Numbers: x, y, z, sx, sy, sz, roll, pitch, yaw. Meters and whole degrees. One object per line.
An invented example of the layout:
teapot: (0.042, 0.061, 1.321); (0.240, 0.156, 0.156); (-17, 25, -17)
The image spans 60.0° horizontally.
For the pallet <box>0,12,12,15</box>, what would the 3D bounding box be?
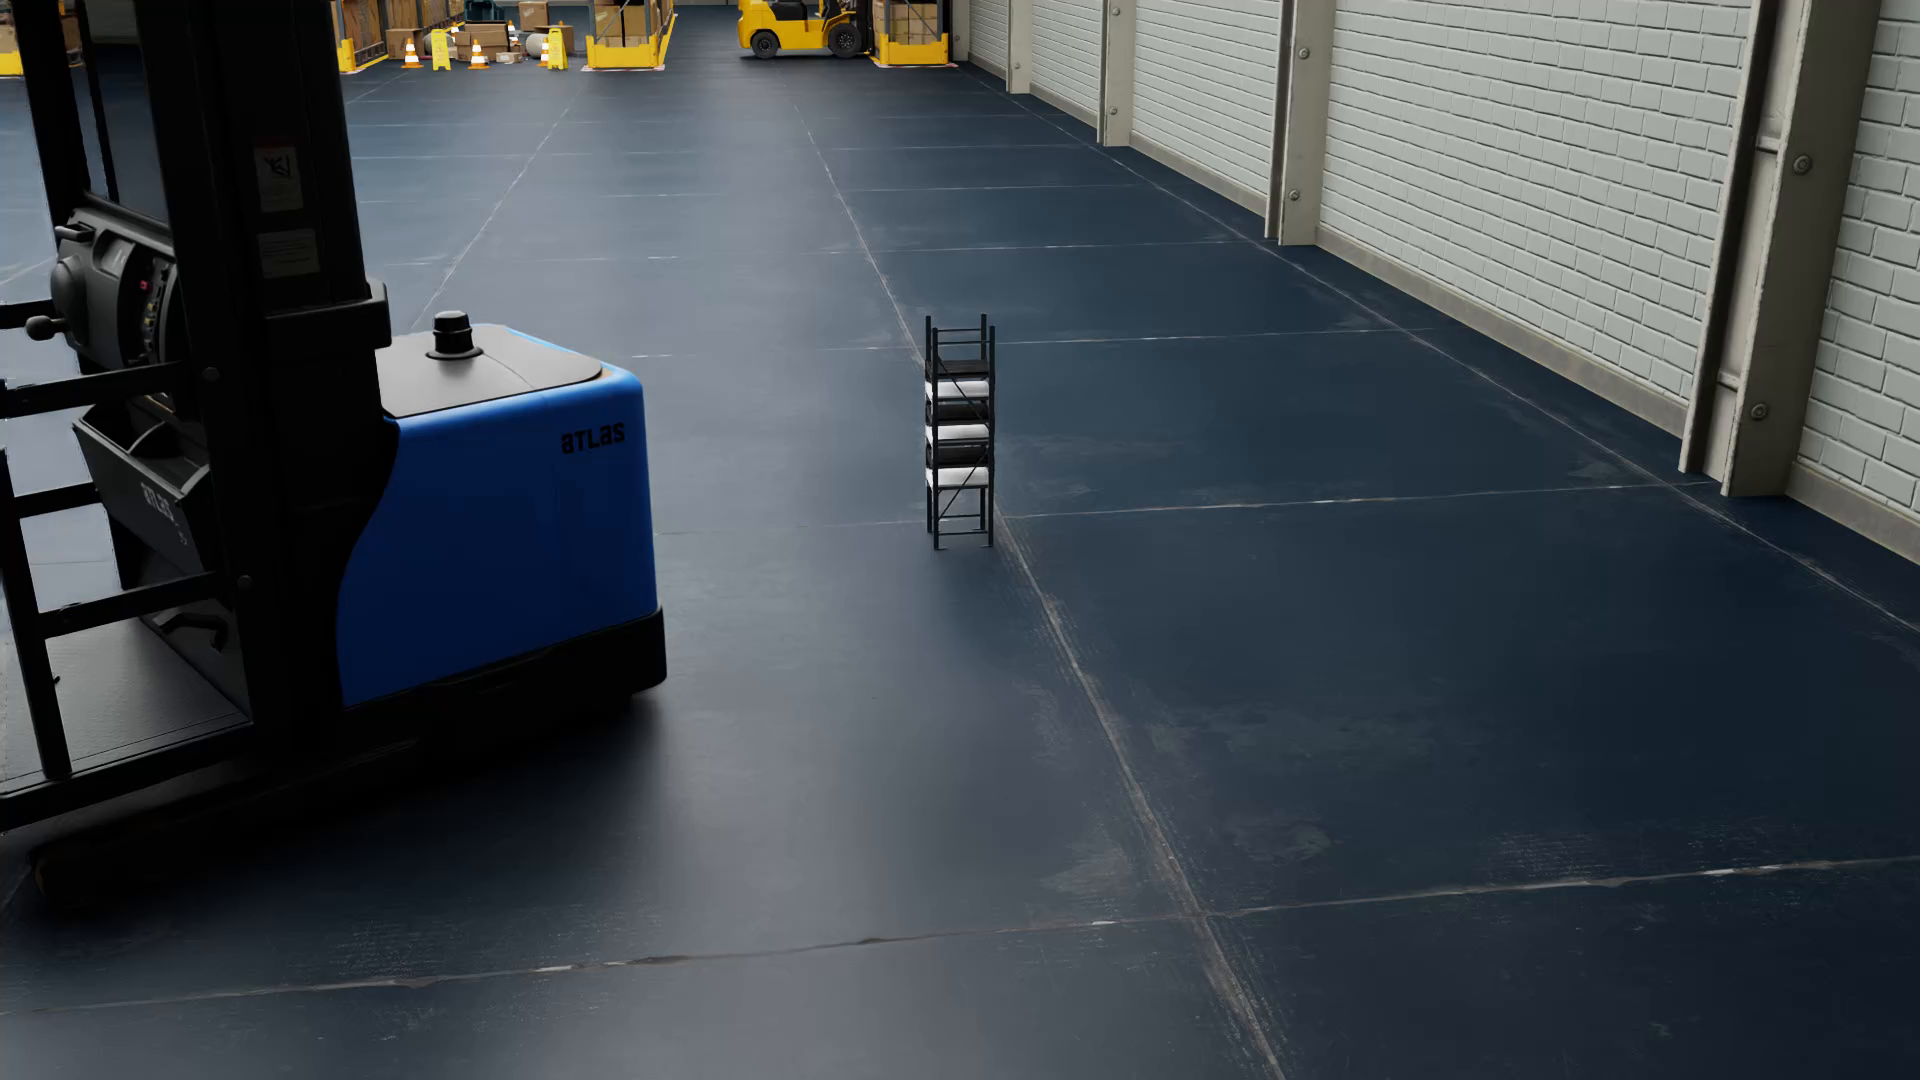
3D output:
pallet: (-22.645, -12.635, 40.244); (1.003, 0.211, 1.213); (-3, 21, -8)

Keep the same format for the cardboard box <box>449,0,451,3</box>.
cardboard box: (-12.150, -12.677, 38.995); (0.380, 0.149, 0.250); (-2, 21, -5)

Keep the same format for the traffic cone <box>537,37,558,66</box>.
traffic cone: (-7.050, -8.334, 28.369); (0.336, 0.463, 0.334); (-3, 21, -8)

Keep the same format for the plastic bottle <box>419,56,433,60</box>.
plastic bottle: (-9.504, -8.611, 29.684); (0.283, 0.061, 0.133); (-11, 23, -26)

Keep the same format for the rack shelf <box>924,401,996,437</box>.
rack shelf: (-0.001, -0.477, 6.546); (0.258, 0.077, 0.200); (-3, 21, -8)

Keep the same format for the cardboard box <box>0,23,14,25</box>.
cardboard box: (-15.711, -8.387, 27.857); (0.500, 0.500, 0.500); (2, 21, 6)

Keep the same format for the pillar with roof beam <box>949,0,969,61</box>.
pillar with roof beam: (-4.268, -12.570, 27.511); (9.100, 9.000, 0.400); (-3, 21, -8)

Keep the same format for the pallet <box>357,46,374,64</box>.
pallet: (-10.960, -8.542, 29.286); (1.003, 0.211, 1.213); (-3, 21, -8)

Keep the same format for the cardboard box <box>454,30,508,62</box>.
cardboard box: (-8.469, -8.750, 29.424); (0.637, 0.503, 0.797); (17, 27, 39)

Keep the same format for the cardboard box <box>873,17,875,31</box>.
cardboard box: (-1.336, -9.338, 30.046); (0.500, 0.250, 0.500); (-3, 21, -9)

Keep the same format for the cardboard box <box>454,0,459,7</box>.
cardboard box: (-12.282, -12.898, 40.010); (0.380, 0.149, 0.250); (-3, 21, -8)

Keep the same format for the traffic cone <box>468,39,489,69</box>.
traffic cone: (-8.099, -8.161, 27.904); (0.336, 0.463, 0.334); (-3, 21, -8)

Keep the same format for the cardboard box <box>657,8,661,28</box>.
cardboard box: (-6.793, -10.978, 34.978); (0.950, 0.372, 0.625); (-4, 21, -11)

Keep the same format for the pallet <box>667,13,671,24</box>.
pallet: (-7.473, -12.555, 40.029); (1.003, 0.211, 1.213); (-3, 21, -8)

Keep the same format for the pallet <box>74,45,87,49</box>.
pallet: (-15.962, -8.787, 29.941); (1.003, 0.211, 1.213); (-3, 21, -8)

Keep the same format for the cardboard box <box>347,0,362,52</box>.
cardboard box: (-10.887, -8.892, 28.672); (0.875, 0.875, 0.875); (-3, 21, -9)

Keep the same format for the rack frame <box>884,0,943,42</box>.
rack frame: (-0.800, -9.691, 28.375); (1.000, 3.000, 0.127); (-3, 21, -8)

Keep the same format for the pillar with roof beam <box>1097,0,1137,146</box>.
pillar with roof beam: (-2.538, -8.416, 16.387); (9.100, 9.000, 0.400); (-3, 21, -8)

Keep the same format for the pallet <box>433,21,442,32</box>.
pallet: (-12.032, -11.310, 36.696); (1.003, 0.211, 1.213); (-3, 21, -8)

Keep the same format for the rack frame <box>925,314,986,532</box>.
rack frame: (-0.016, -0.460, 6.660); (0.240, 0.900, 0.006); (-3, 21, -8)

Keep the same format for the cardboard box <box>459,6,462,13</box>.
cardboard box: (-12.362, -12.938, 40.544); (0.380, 0.149, 0.250); (-3, 21, -7)

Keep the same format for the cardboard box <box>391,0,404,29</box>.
cardboard box: (-11.485, -10.227, 32.425); (1.050, 0.750, 0.750); (-3, 21, -8)

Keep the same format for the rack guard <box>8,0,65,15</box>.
rack guard: (-22.741, -13.066, 40.984); (1.175, 0.500, 0.348); (-3, 21, -8)

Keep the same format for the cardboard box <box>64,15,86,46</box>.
cardboard box: (-16.076, -9.209, 30.059); (0.500, 0.500, 0.500); (-4, 21, -9)

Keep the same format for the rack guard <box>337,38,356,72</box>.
rack guard: (-10.591, -7.975, 27.354); (1.175, 0.500, 0.348); (-3, 21, -8)

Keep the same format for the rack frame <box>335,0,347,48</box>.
rack frame: (-10.595, -9.154, 26.939); (1.000, 3.000, 0.127); (-3, 21, -8)

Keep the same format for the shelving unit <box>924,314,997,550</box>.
shelving unit: (-0.001, -0.424, 6.566); (0.258, 0.900, 0.210); (-3, 21, -8)

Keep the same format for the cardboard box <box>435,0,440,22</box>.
cardboard box: (-11.825, -11.736, 36.823); (0.500, 0.500, 0.500); (-3, 21, -9)

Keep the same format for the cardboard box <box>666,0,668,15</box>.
cardboard box: (-7.272, -12.585, 38.560); (0.875, 0.875, 0.875); (-2, 21, -6)

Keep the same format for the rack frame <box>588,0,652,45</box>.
rack frame: (-5.711, -9.439, 27.701); (1.000, 3.000, 0.127); (-3, 21, -8)

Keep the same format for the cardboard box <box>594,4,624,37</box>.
cardboard box: (-6.085, -8.963, 28.685); (0.500, 0.500, 0.500); (-3, 21, -7)

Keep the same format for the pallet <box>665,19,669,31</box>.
pallet: (-7.076, -11.601, 37.475); (1.003, 0.211, 1.213); (-3, 21, -8)

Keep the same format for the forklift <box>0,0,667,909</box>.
forklift: (-2.375, -0.646, 4.257); (3.031, 2.935, 1.130); (-17, 27, -39)

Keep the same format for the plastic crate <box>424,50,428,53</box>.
plastic crate: (-9.850, -9.255, 31.145); (0.450, 0.188, 0.662); (-2, 18, 24)

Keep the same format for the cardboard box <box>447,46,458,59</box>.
cardboard box: (-9.101, -8.756, 29.781); (0.396, 0.266, 0.258); (1, 20, 2)

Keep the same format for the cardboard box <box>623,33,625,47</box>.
cardboard box: (-6.161, -8.794, 29.303); (0.500, 0.250, 0.500); (-3, 21, -8)

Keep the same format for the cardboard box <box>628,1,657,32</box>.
cardboard box: (-5.702, -9.355, 29.735); (0.500, 0.500, 0.500); (-3, 21, -7)

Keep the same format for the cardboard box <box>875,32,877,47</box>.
cardboard box: (-1.242, -8.919, 29.638); (0.500, 0.250, 0.500); (-3, 21, -8)
